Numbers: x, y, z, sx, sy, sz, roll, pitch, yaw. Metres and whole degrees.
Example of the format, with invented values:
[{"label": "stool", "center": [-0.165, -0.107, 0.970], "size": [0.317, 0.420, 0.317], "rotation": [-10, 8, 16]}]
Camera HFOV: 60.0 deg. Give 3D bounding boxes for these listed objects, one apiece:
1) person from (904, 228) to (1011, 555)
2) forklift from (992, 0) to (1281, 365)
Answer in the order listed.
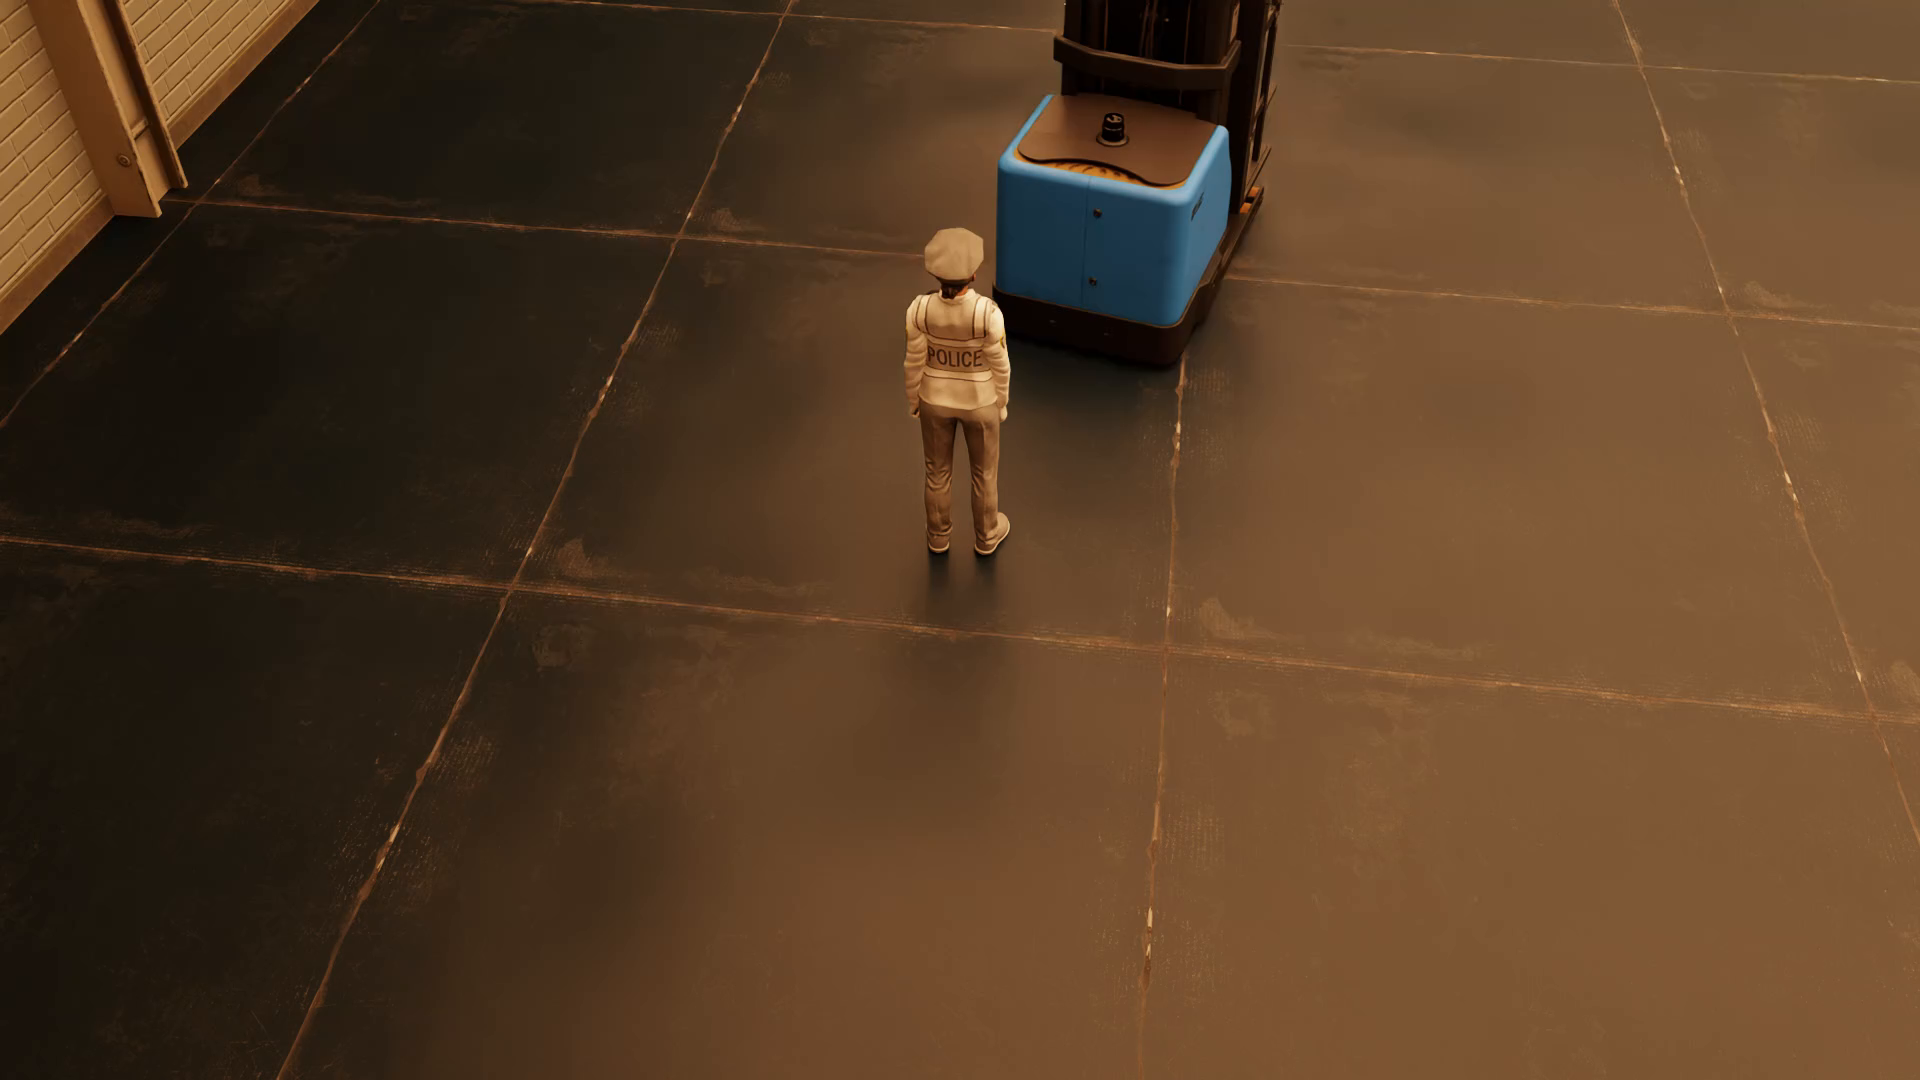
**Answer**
[{"label": "person", "center": [-0.006, -0.621, 7.320], "size": [0.461, 1.694, 0.353], "rotation": [5, 43, 6]}, {"label": "forklift", "center": [1.185, -3.014, 9.005], "size": [1.130, 2.935, 3.031], "rotation": [15, 45, 16]}]
